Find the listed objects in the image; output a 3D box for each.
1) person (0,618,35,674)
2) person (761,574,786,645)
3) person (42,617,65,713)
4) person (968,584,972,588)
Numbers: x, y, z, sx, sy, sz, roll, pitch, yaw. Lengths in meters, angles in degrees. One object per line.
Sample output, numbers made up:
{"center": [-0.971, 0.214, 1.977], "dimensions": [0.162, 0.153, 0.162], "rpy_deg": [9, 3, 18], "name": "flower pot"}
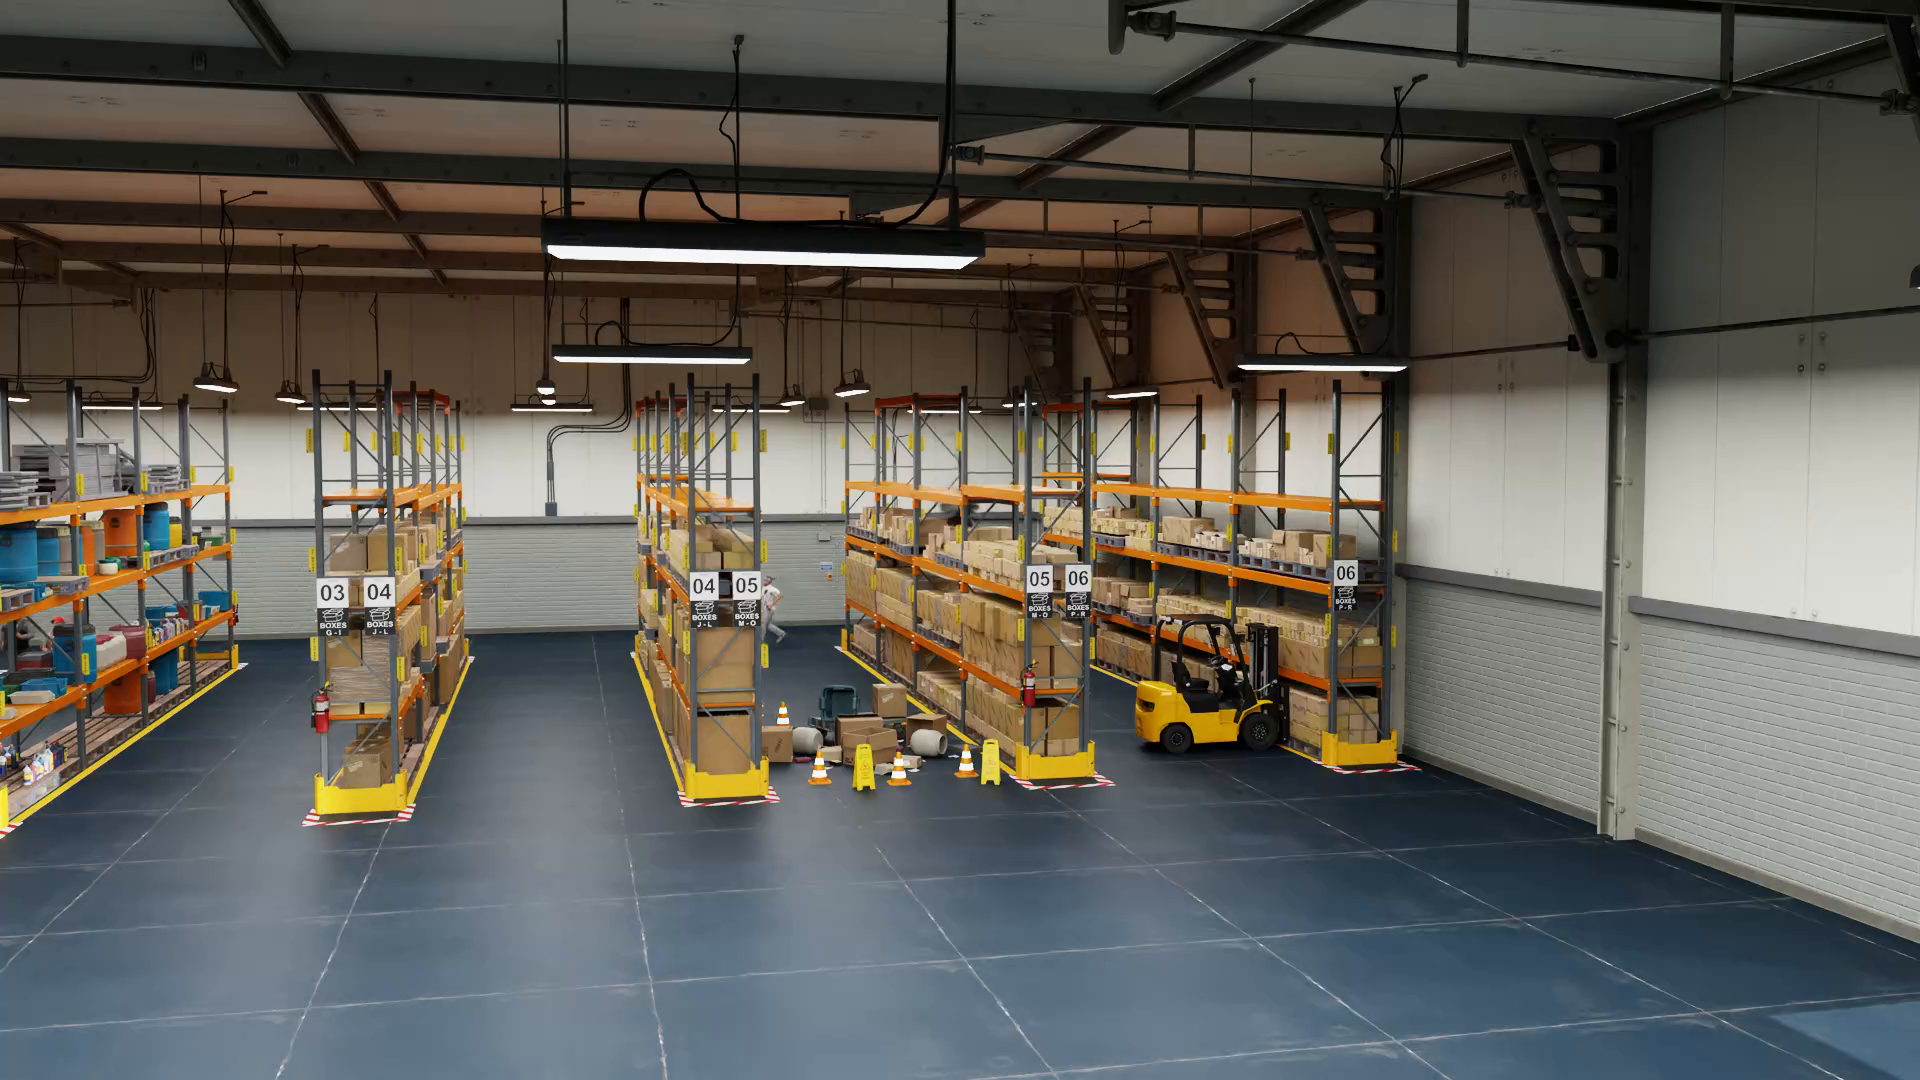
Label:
{"center": [-18.732, 2.203, 33.051], "dimensions": [0.653, 1.713, 0.972], "rpy_deg": [-1, 3, -19], "name": "person"}
{"center": [-4.744, 1.734, 41.012], "dimensions": [0.973, 1.783, 0.662], "rpy_deg": [-2, 4, -25], "name": "person"}
{"center": [-16.891, 2.321, 31.272], "dimensions": [0.664, 1.779, 0.880], "rpy_deg": [0, 3, -7], "name": "person"}
{"center": [0.237, 1.893, 38.738], "dimensions": [0.651, 1.837, 0.852], "rpy_deg": [-2, 4, -25], "name": "person"}
